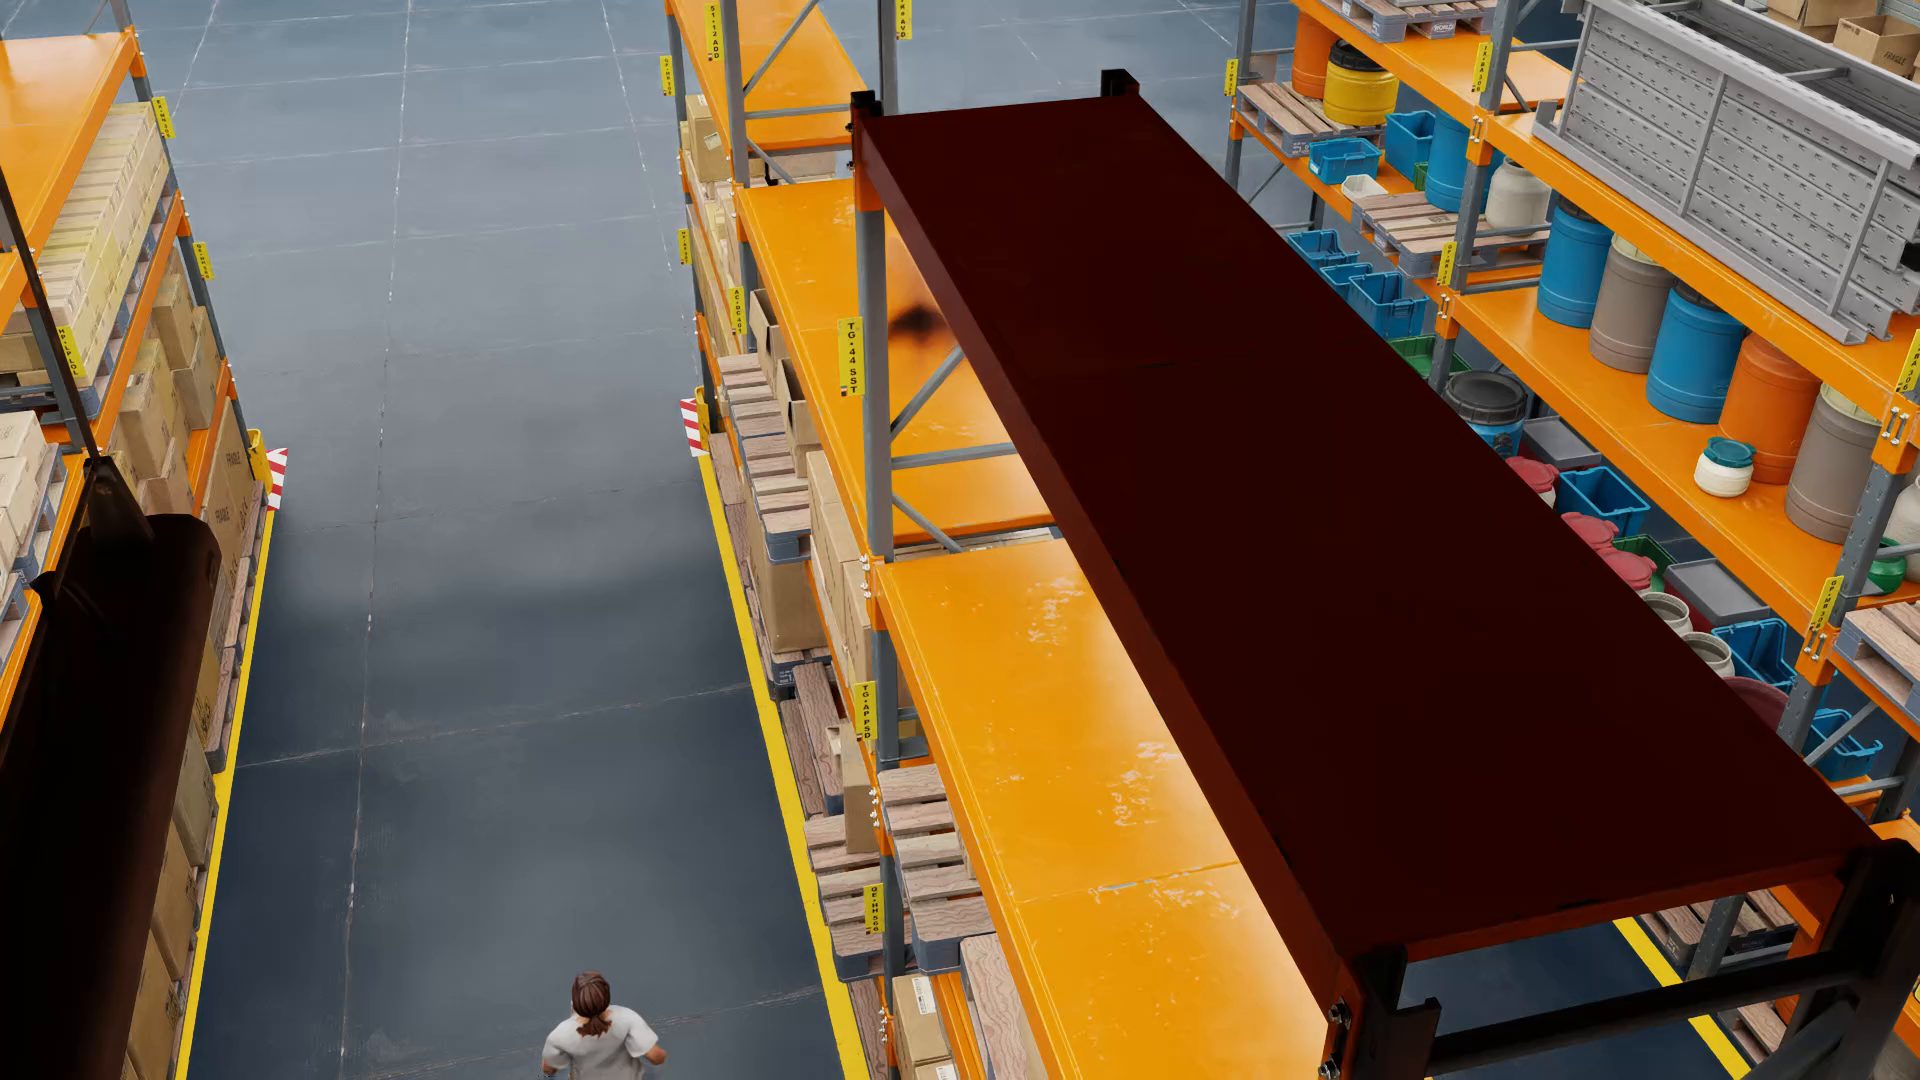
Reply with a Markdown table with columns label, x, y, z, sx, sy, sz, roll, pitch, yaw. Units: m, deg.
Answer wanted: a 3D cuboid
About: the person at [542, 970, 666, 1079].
| label | x | y | z | sx | sy | sz | roll | pitch | yaw |
| --- | --- | --- | --- | --- | --- | --- | --- | --- | --- |
| person | -1.735 | 2.688 | 8.209 | 0.577 | 1.650 | 0.795 | -11 | 36 | -15 |
